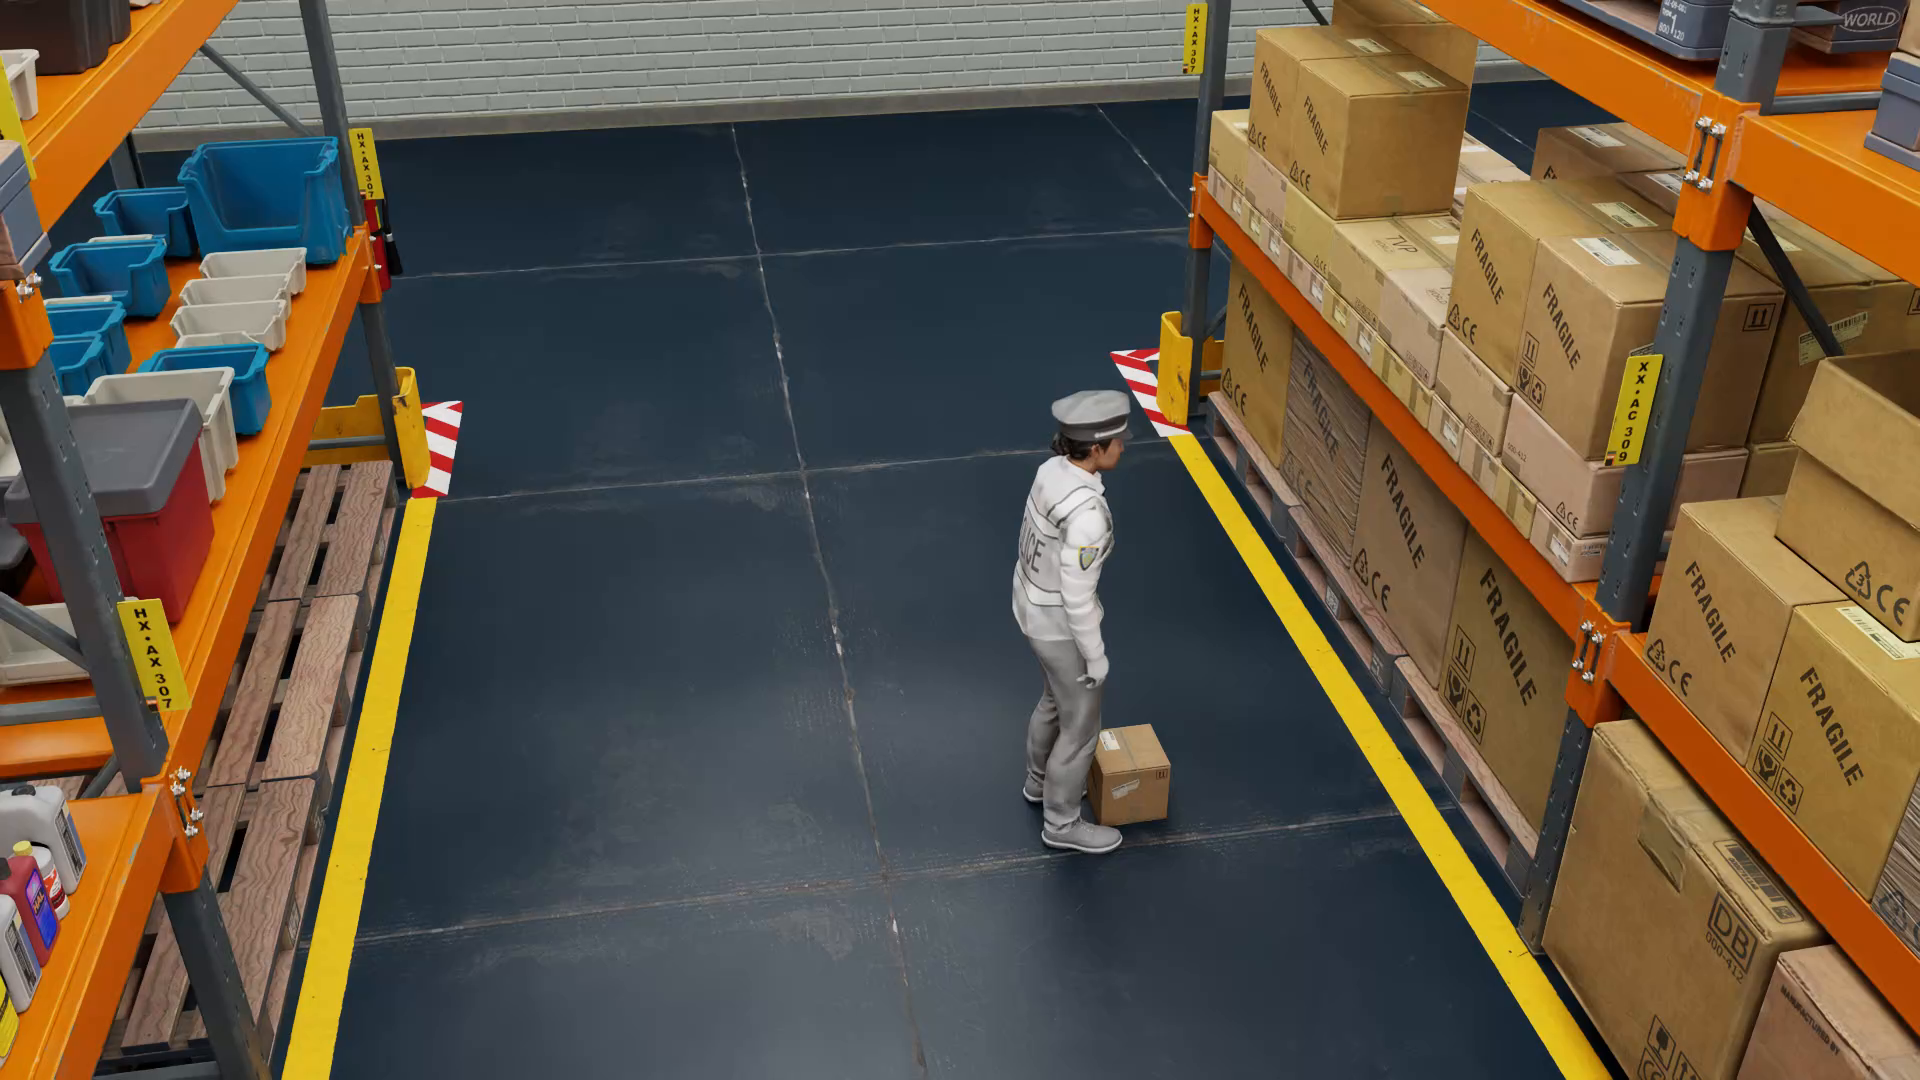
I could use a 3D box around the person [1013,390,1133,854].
[{"bbox_3d":[0.373,0.279,5.661,0.372,1.663,0.528,-5,31,-9],"label":"person"}]
